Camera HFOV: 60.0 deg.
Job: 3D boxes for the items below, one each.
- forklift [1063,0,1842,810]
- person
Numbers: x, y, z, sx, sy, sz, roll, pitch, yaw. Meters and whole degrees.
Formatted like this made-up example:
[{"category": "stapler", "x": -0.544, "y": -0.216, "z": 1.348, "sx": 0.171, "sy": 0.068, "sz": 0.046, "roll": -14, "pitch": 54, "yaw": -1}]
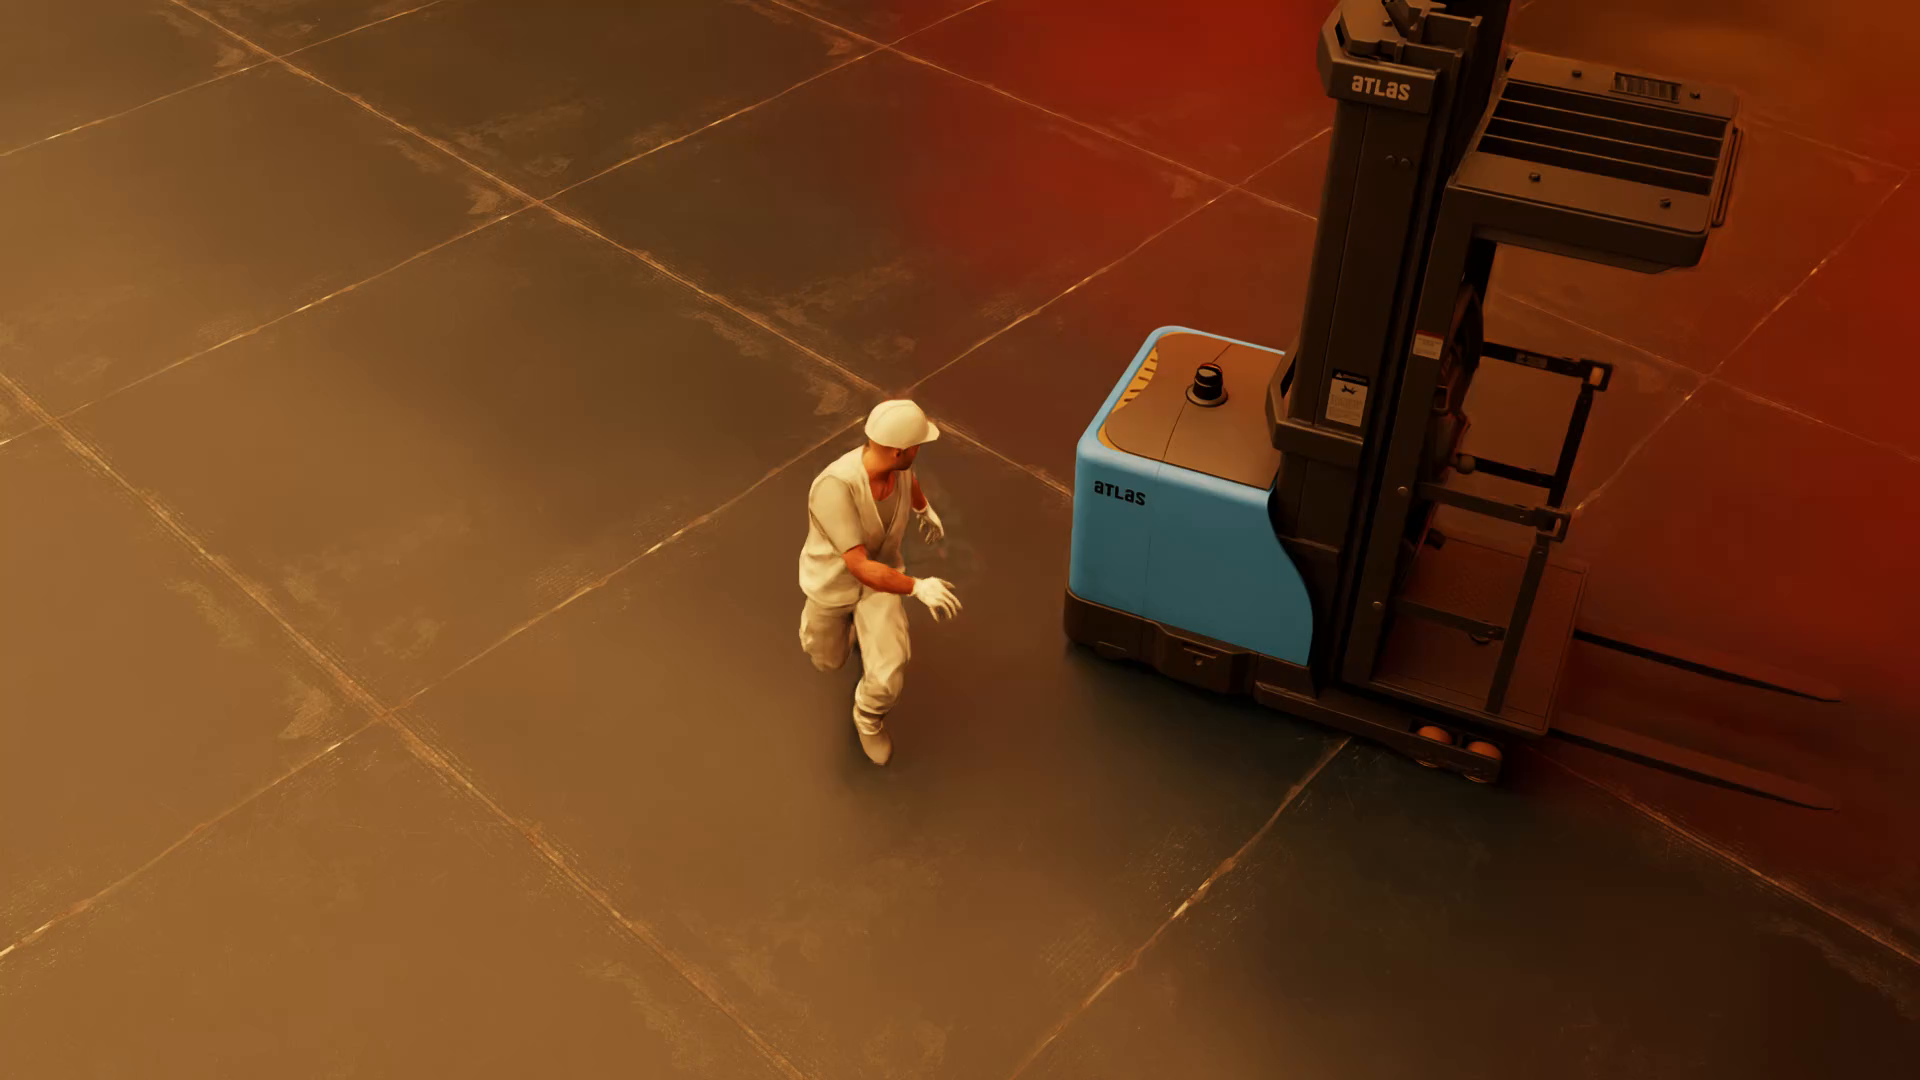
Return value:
[{"category": "forklift", "x": 2.003, "y": -0.551, "z": 6.071, "sx": 3.031, "sy": 2.935, "sz": 1.130, "roll": 17, "pitch": 43, "yaw": 18}, {"category": "person", "x": -0.319, "y": 0.077, "z": 6.447, "sx": 0.663, "sy": 1.548, "sz": 0.931, "roll": -12, "pitch": 42, "yaw": -13}]
